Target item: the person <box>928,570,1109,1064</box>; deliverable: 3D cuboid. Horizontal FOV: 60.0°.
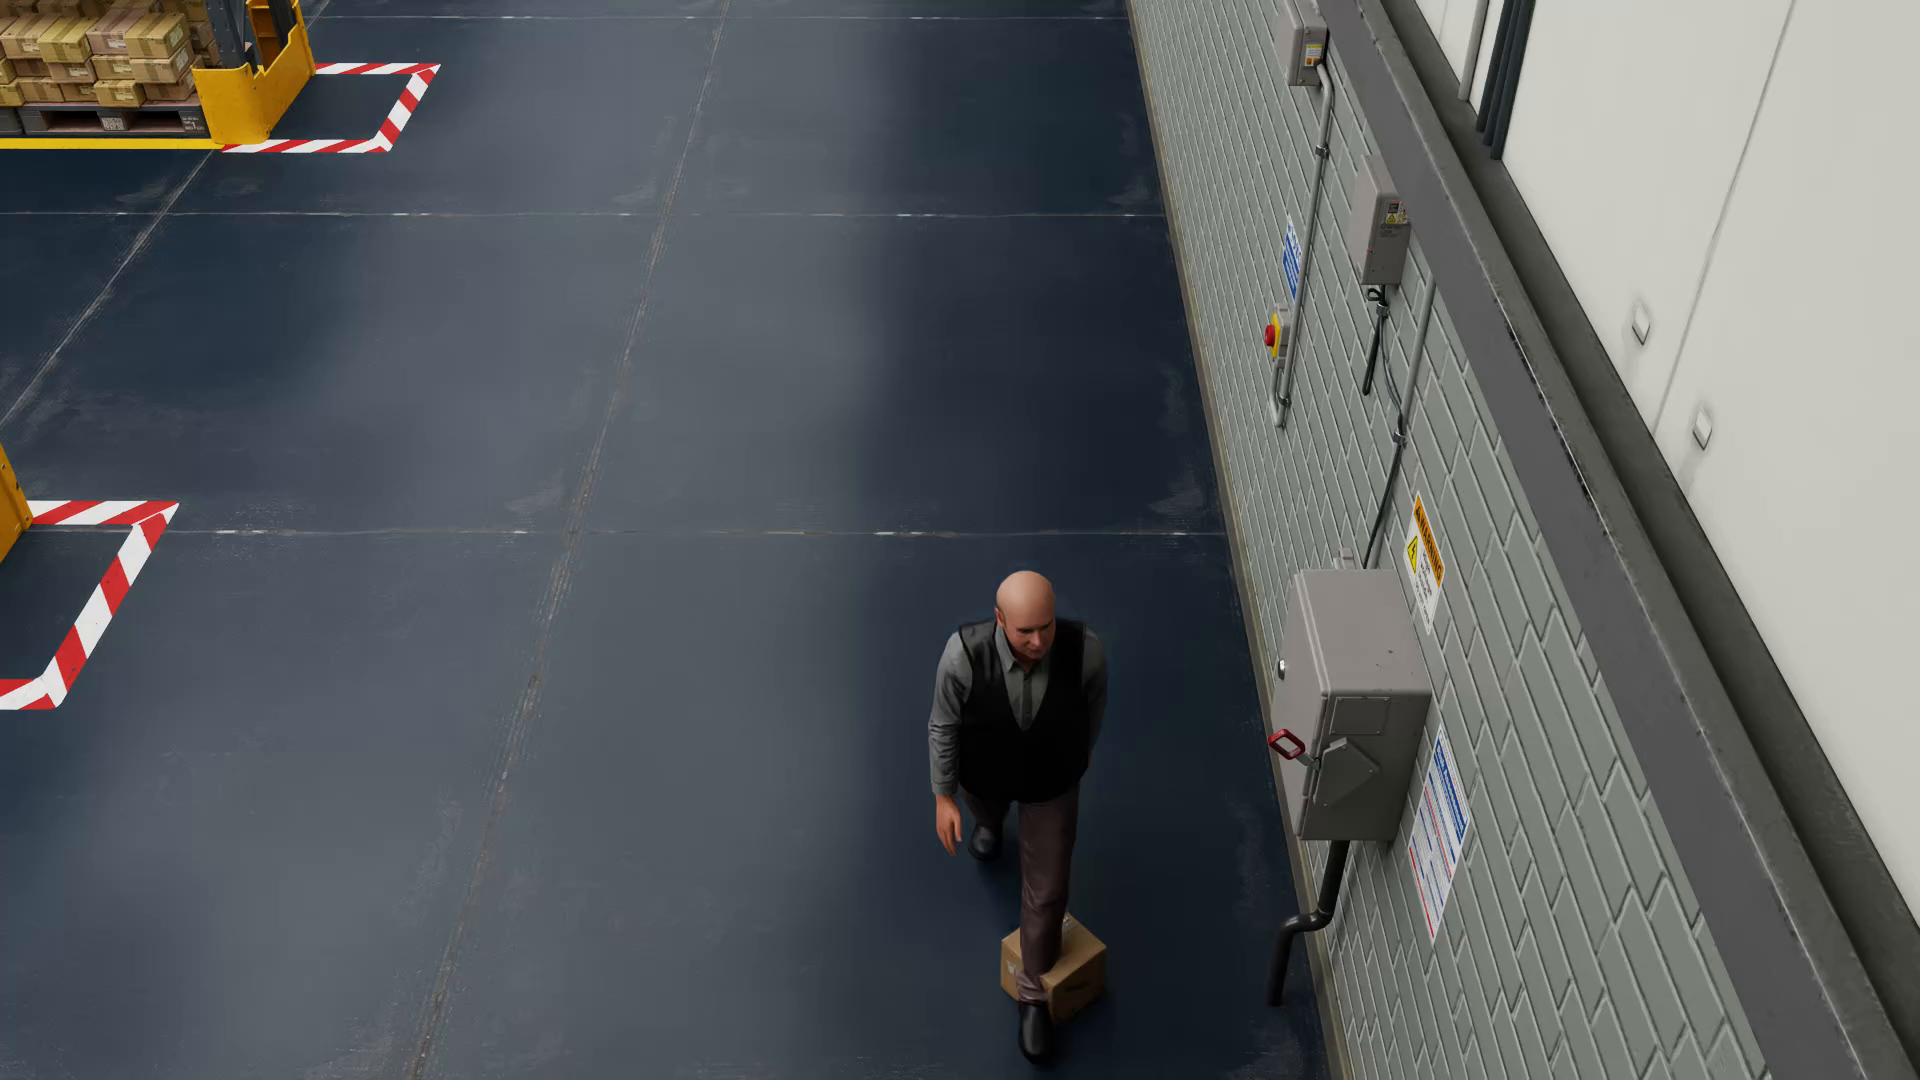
[{"bbox_3d":[0.181,0.732,5.285,0.549,1.665,1.096,2,39,3],"label":"person"}]
